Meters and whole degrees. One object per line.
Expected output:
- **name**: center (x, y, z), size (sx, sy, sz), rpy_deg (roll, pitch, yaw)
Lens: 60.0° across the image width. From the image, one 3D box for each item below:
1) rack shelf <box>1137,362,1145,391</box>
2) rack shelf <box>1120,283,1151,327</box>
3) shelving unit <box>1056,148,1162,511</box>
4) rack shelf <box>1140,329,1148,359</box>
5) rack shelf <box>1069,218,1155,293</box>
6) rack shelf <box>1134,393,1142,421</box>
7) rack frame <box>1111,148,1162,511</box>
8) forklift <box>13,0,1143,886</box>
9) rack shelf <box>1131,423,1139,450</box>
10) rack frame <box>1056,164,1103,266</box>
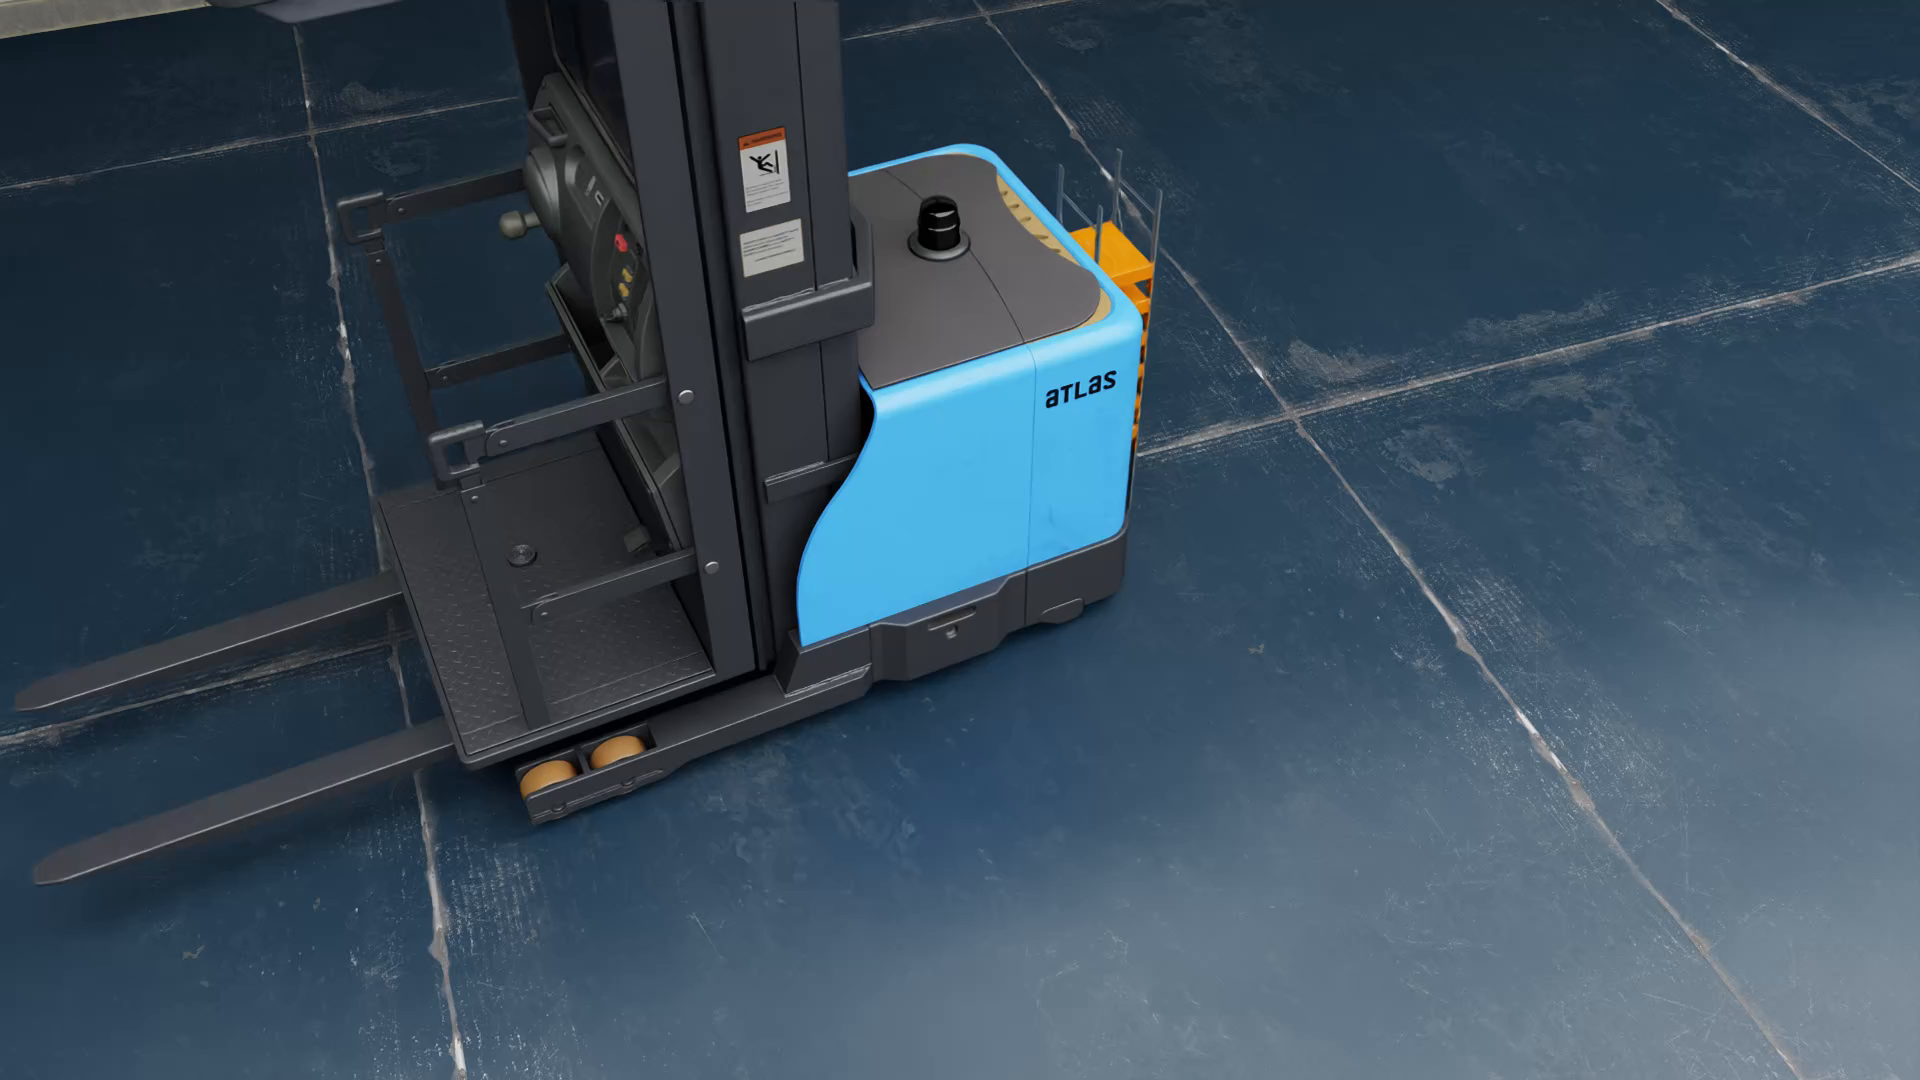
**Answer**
- **rack shelf**: center (0.410, -0.535, 4.999), size (0.180, 0.103, 0.258), rpy_deg (-19, 48, -18)
- **rack shelf**: center (0.410, -0.705, 4.829), size (0.180, 0.103, 0.258), rpy_deg (-19, 48, -18)
- **shelving unit**: center (0.410, -0.567, 4.968), size (0.189, 1.200, 0.258), rpy_deg (-19, 48, -18)
- **rack shelf**: center (0.410, -0.620, 4.914), size (0.180, 0.103, 0.258), rpy_deg (-19, 48, -18)
- **rack shelf**: center (0.410, -0.789, 4.744), size (0.180, 0.103, 0.258), rpy_deg (-19, 48, -18)
- **rack shelf**: center (0.410, -0.451, 5.084), size (0.180, 0.103, 0.258), rpy_deg (-19, 48, -18)
- **rack frame**: center (0.493, -0.595, 4.996), size (0.006, 1.200, 0.240), rpy_deg (-19, 48, -18)
- **forklift**: center (-1.061, -0.709, 3.887), size (3.031, 2.935, 1.130), rpy_deg (-19, 48, -18)
- **rack shelf**: center (0.410, -0.366, 5.169), size (0.180, 0.103, 0.258), rpy_deg (-19, 48, -18)
- **rack frame**: center (0.328, -0.538, 4.939), size (0.006, 1.200, 0.240), rpy_deg (-19, 48, -18)
